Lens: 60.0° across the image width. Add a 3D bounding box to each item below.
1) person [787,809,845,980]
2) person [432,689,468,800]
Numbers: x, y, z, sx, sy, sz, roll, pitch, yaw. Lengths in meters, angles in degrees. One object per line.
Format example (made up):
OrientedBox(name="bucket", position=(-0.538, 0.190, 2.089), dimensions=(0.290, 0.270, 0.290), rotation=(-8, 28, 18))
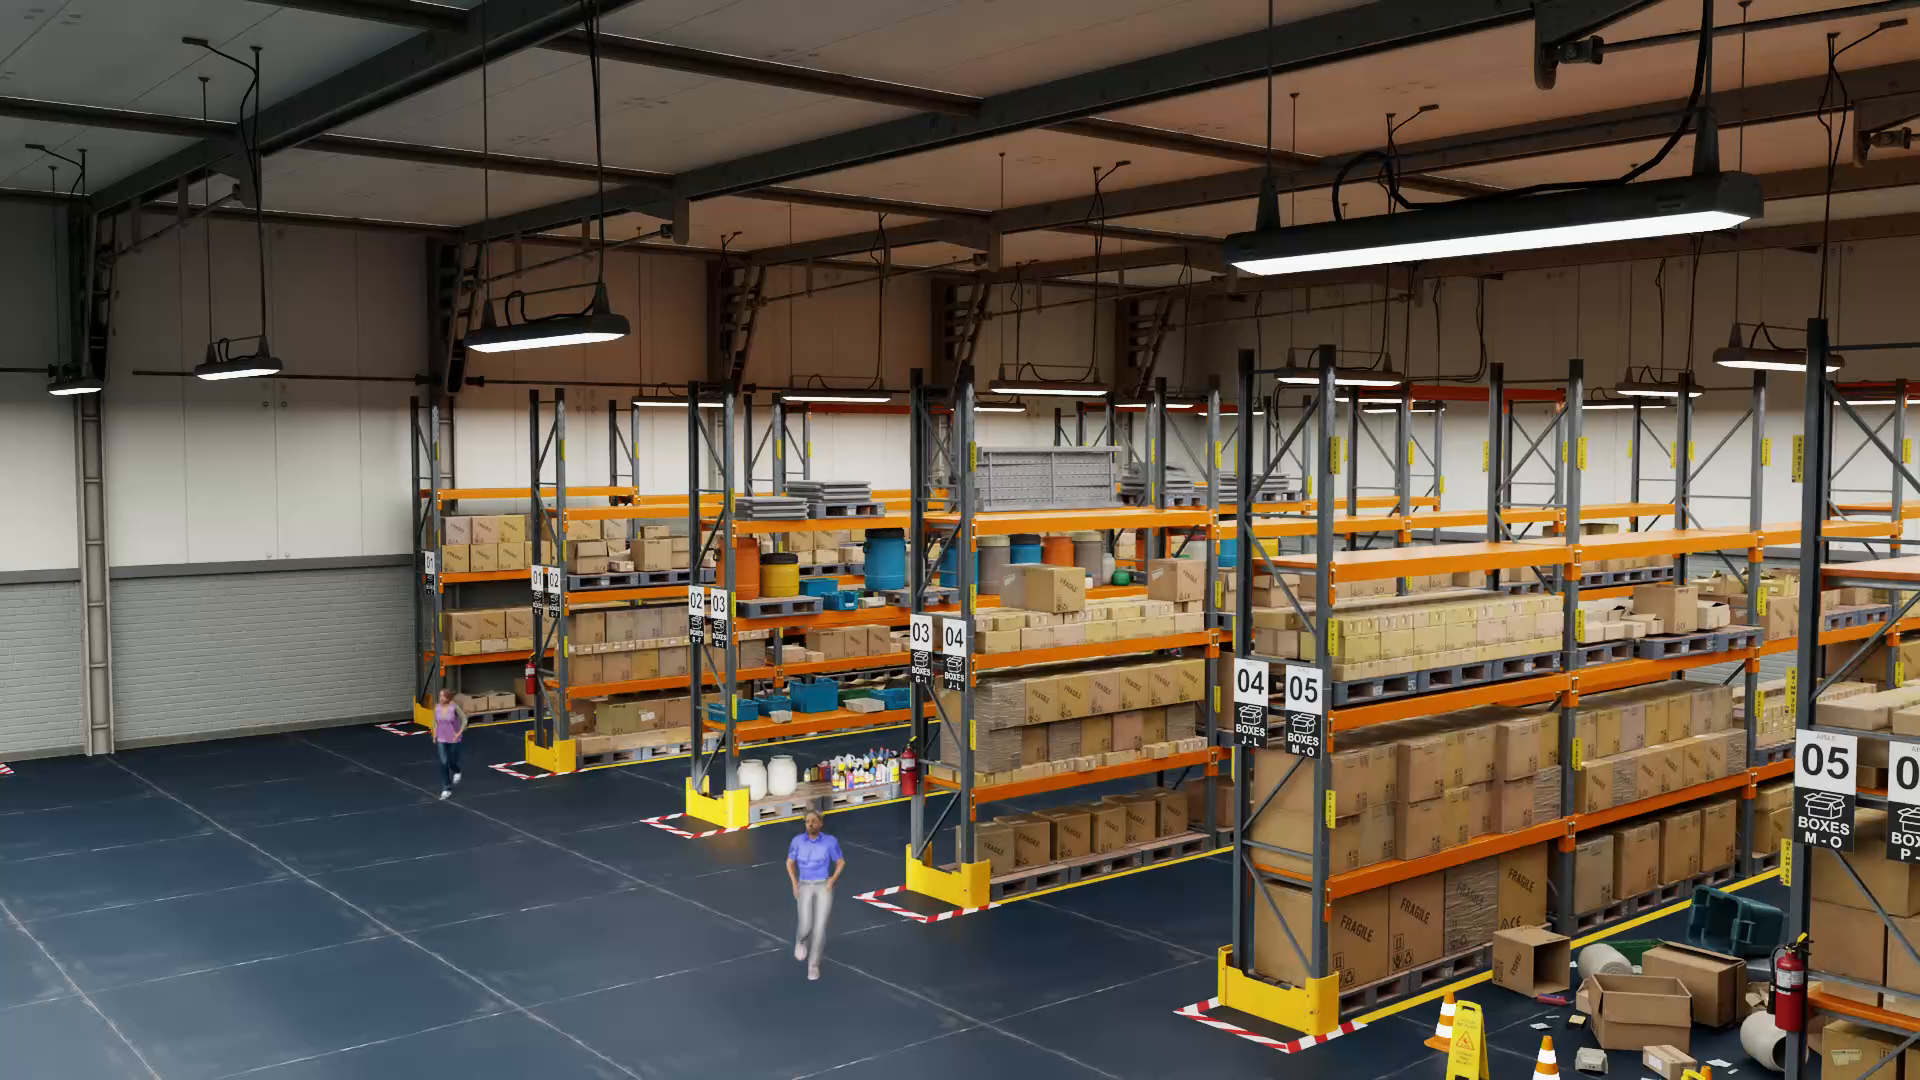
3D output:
OrientedBox(name="person", position=(-1.400, 3.419, 16.128), dimensions=(0.571, 1.616, 0.595), rotation=(0, 3, -3))
OrientedBox(name="person", position=(-7.446, 2.948, 24.306), dimensions=(0.539, 1.599, 0.700), rotation=(0, 3, 0))
